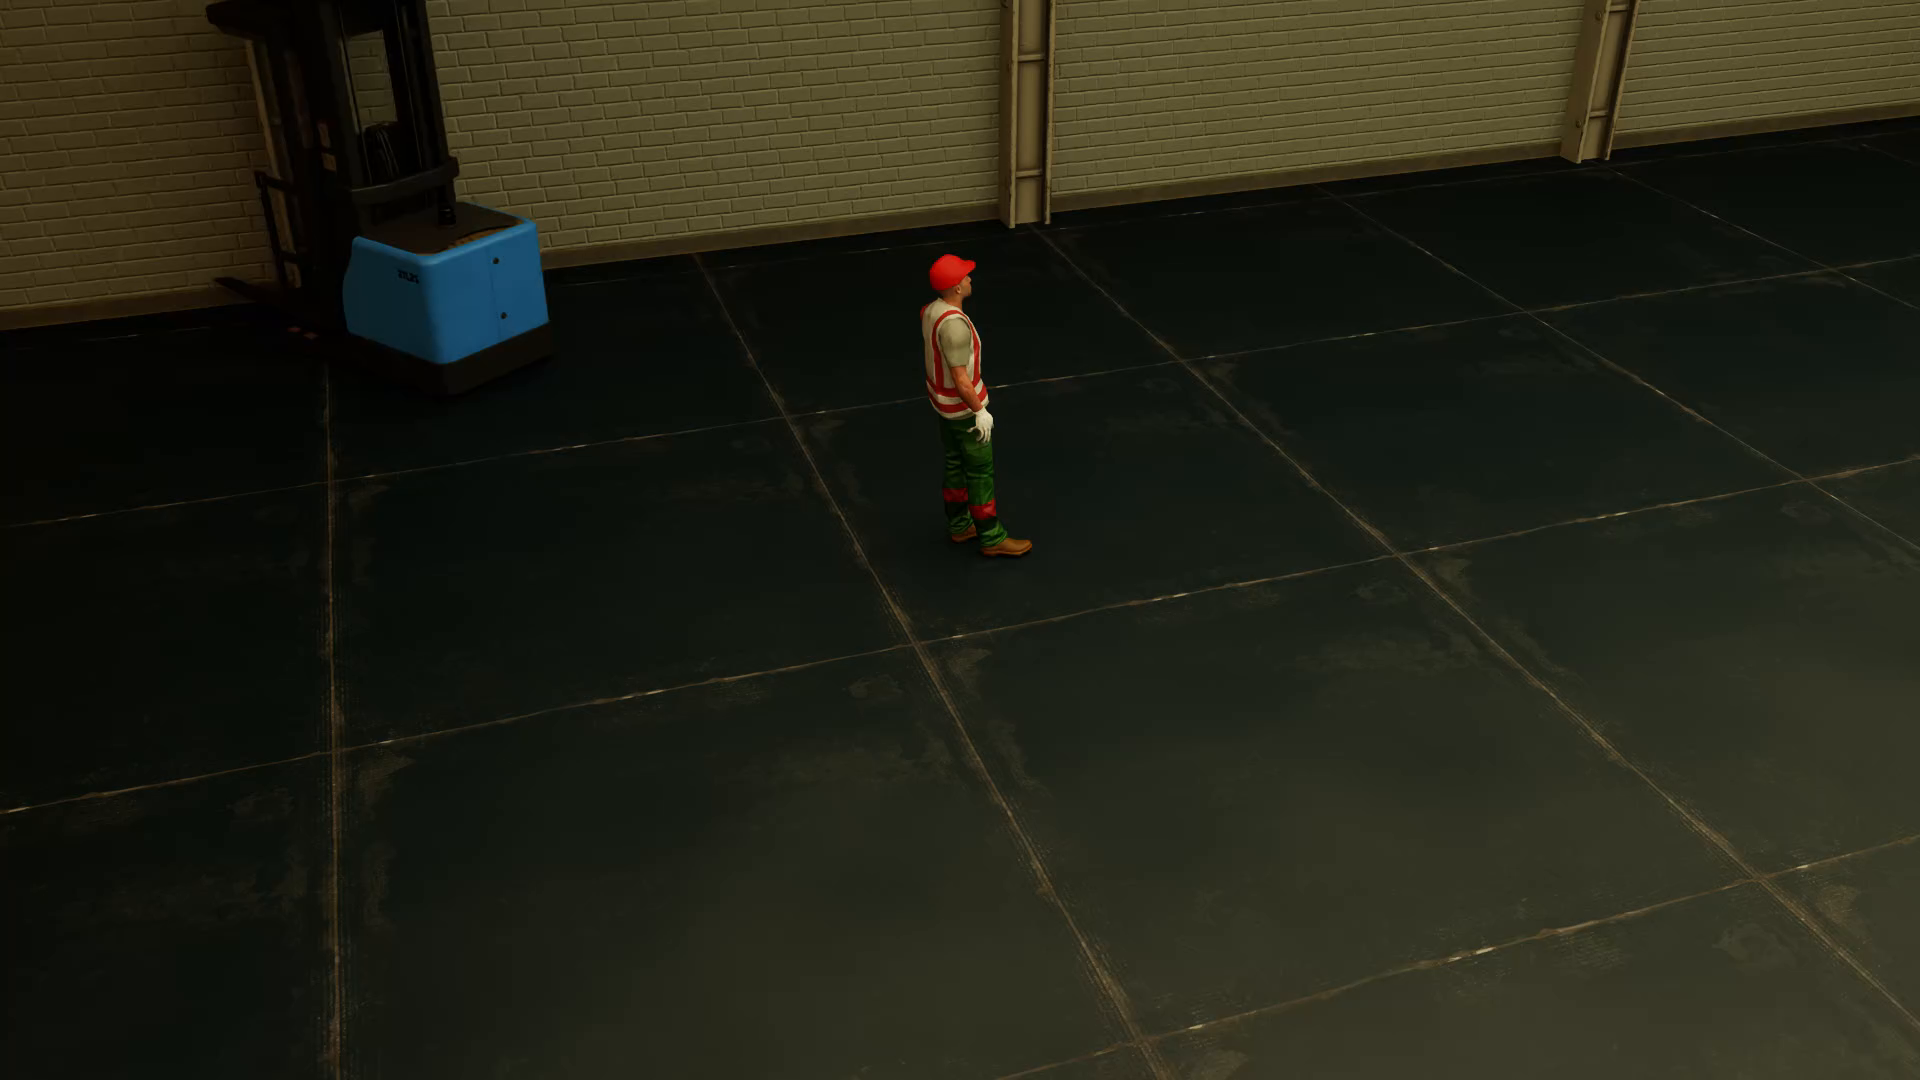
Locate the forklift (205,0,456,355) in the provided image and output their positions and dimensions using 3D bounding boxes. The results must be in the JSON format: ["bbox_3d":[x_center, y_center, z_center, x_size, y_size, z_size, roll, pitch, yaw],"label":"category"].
[{"bbox_3d":[-4.491,-2.847,12.035,3.031,2.935,1.121,20,35,30],"label":"forklift"}]

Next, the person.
[{"bbox_3d":[0.014,-0.779,9.568,0.421,1.690,0.637,-10,31,-16],"label":"person"}]
